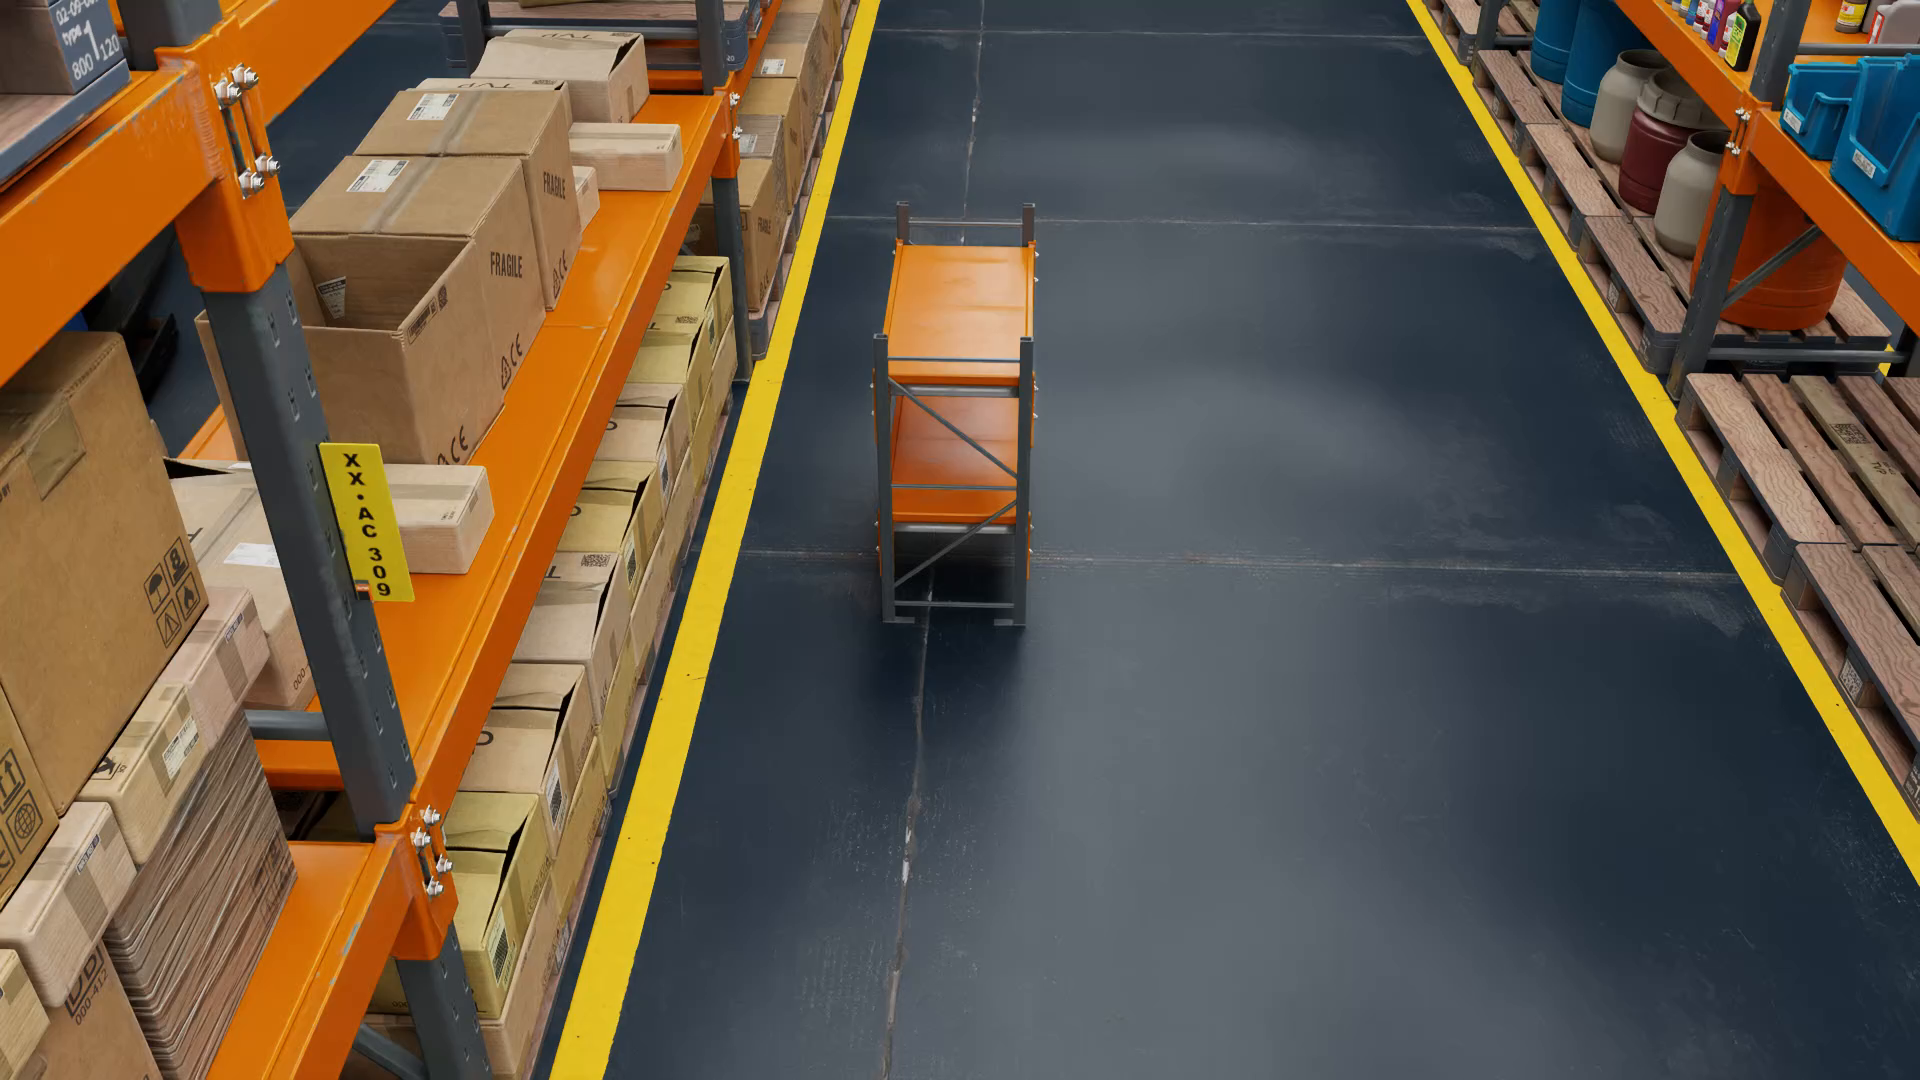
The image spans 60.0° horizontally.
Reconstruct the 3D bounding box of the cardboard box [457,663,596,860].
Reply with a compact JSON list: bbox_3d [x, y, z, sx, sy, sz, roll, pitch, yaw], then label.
[{"bbox_3d":[-1.280,0.553,4.393,0.500,0.311,0.500,1,35,1],"label":"cardboard box"}]

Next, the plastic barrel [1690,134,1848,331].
[{"bbox_3d":[3.542,-1.398,7.153,0.600,0.830,0.708,1,35,2],"label":"plastic barrel"}]

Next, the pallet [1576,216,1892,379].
[{"bbox_3d":[3.529,-1.146,7.697,1.003,0.211,1.213,1,35,2],"label":"pallet"}]

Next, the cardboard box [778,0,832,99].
[{"bbox_3d":[-1.011,-2.831,9.461,0.500,0.500,0.500,1,35,2],"label":"cardboard box"}]

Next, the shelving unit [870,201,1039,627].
[{"bbox_3d":[0.000,-0.464,5.932,0.538,1.125,1.048,1,35,2],"label":"shelving unit"}]

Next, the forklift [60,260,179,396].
[{"bbox_3d":[-4.018,-1.847,6.328,1.130,2.935,3.031,-5,35,-7],"label":"forklift"}]

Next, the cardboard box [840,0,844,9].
[{"bbox_3d":[-1.017,-3.564,10.668,0.500,0.311,0.500,1,35,2],"label":"cardboard box"}]

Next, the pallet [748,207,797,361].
[{"bbox_3d":[-1.342,-1.237,7.826,1.003,0.211,1.213,1,35,2],"label":"pallet"}]

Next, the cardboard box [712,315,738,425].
[{"bbox_3d":[-1.188,-0.688,6.647,0.500,0.250,0.500,2,35,3],"label":"cardboard box"}]

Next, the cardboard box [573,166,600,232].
[{"bbox_3d":[-1.405,-1.113,5.443,0.380,0.149,0.250,4,35,5],"label":"cardboard box"}]

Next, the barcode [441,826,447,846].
[{"bbox_3d":[-1.145,0.661,3.656,0.001,0.075,0.075,1,35,2],"label":"barcode"}]

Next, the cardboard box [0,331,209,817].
[{"bbox_3d":[-1.582,0.032,2.381,0.700,0.500,0.500,1,35,2],"label":"cardboard box"}]

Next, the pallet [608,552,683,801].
[{"bbox_3d":[-1.534,0.362,5.551,1.003,0.211,1.213,1,35,2],"label":"pallet"}]

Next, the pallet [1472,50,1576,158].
[{"bbox_3d":[3.627,-2.548,9.692,1.003,0.211,1.213,1,35,2],"label":"pallet"}]

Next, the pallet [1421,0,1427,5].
[{"bbox_3d":[3.737,-4.116,11.924,1.003,0.211,1.213,1,35,2],"label":"pallet"}]

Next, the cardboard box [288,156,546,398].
[{"bbox_3d":[-1.482,-0.724,4.584,0.500,0.500,0.500,1,35,2],"label":"cardboard box"}]

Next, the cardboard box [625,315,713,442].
[{"bbox_3d":[-1.200,-0.620,6.063,0.500,0.311,0.500,1,35,1],"label":"cardboard box"}]

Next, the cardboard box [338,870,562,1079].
[{"bbox_3d":[-1.307,1.076,4.137,0.500,0.250,0.500,1,35,1],"label":"cardboard box"}]

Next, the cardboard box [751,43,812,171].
[{"bbox_3d":[-1.050,-2.251,8.635,0.500,0.500,0.500,0,35,0],"label":"cardboard box"}]

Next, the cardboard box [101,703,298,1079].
[{"bbox_3d":[-1.582,0.563,2.754,0.700,0.500,0.500,0,35,1],"label":"cardboard box"}]

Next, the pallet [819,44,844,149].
[{"bbox_3d":[-1.244,-2.639,9.821,1.003,0.211,1.213,1,35,2],"label":"pallet"}]

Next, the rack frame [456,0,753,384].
[{"bbox_3d":[-1.410,-1.950,6.415,1.000,3.000,0.127,1,35,2],"label":"rack frame"}]

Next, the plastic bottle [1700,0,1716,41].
[{"bbox_3d":[3.161,-2.192,6.934,0.097,0.201,0.097,0,35,0],"label":"plastic bottle"}]

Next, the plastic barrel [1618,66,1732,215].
[{"bbox_3d":[3.587,-1.949,8.146,0.600,0.588,0.708,1,35,2],"label":"plastic barrel"}]

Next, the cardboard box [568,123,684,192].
[{"bbox_3d":[-1.170,-1.324,5.743,0.380,0.149,0.250,1,35,2],"label":"cardboard box"}]

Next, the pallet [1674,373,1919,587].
[{"bbox_3d":[3.469,-0.248,6.419,1.003,0.211,1.213,1,35,2],"label":"pallet"}]

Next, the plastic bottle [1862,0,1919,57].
[{"bbox_3d":[3.727,-2.027,6.633,0.152,0.276,0.135,1,35,2],"label":"plastic bottle"}]

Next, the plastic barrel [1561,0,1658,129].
[{"bbox_3d":[3.632,-2.725,8.979,0.600,0.901,0.708,1,35,2],"label":"plastic barrel"}]

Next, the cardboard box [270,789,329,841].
[{"bbox_3d":[-1.841,0.833,3.994,0.500,0.311,0.500,1,35,2],"label":"cardboard box"}]

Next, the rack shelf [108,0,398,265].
[{"bbox_3d":[-1.491,-1.733,4.125,1.077,0.370,4.000,1,35,2],"label":"rack shelf"}]

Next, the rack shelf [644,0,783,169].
[{"bbox_3d":[-1.330,-2.804,8.257,1.077,0.370,4.000,1,35,2],"label":"rack shelf"}]

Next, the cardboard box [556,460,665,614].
[{"bbox_3d":[-1.245,-0.043,5.240,0.500,0.311,0.500,2,35,3],"label":"cardboard box"}]

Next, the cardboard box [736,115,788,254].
[{"bbox_3d":[-1.091,-1.663,7.798,0.500,0.500,0.500,0,35,0],"label":"cardboard box"}]

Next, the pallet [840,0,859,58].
[{"bbox_3d":[-1.221,-3.501,11.049,1.003,0.211,1.213,1,35,2],"label":"pallet"}]

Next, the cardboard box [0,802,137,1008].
[{"bbox_3d":[-1.388,0.496,2.284,0.380,0.149,0.250,0,35,1],"label":"cardboard box"}]

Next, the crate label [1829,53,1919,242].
[{"bbox_3d":[3.229,-1.283,5.436,0.502,0.435,0.616,1,35,2],"label":"crate label"}]

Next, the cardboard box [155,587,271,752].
[{"bbox_3d":[-1.368,0.203,2.701,0.380,0.149,0.250,1,35,2],"label":"cardboard box"}]

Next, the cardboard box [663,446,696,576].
[{"bbox_3d":[-1.228,-0.103,5.815,0.500,0.250,0.500,2,35,3],"label":"cardboard box"}]

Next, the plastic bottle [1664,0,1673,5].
[{"bbox_3d":[3.181,-2.472,7.332,0.097,0.201,0.097,0,35,0],"label":"plastic bottle"}]

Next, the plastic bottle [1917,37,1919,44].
[{"bbox_3d":[3.879,-2.023,6.628,0.152,0.276,0.135,1,35,2],"label":"plastic bottle"}]

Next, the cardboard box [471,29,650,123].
[{"bbox_3d":[-1.468,-1.705,6.145,0.500,0.311,0.500,3,35,5],"label":"cardboard box"}]

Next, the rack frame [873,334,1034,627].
[{"bbox_3d":[-0.020,-0.172,5.517,0.500,1.125,0.032,1,35,2],"label":"rack frame"}]

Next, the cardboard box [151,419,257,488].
[{"bbox_3d":[-1.719,-0.106,3.909,0.396,0.266,0.258,1,35,1],"label":"cardboard box"}]

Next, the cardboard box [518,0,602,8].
[{"bbox_3d":[-1.498,-2.527,6.784,0.700,0.500,0.500,-10,36,-14],"label":"cardboard box"}]

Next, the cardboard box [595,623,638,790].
[{"bbox_3d":[-1.267,0.484,4.978,0.500,0.250,0.500,0,35,0],"label":"cardboard box"}]

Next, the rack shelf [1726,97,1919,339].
[{"bbox_3d":[3.459,-0.390,4.821,1.077,0.370,4.000,1,35,2],"label":"rack shelf"}]

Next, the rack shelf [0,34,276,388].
[{"bbox_3d":[-1.651,0.565,0.855,1.077,0.370,4.000,1,35,2],"label":"rack shelf"}]

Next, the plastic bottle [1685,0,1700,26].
[{"bbox_3d":[3.169,-2.333,7.073,0.097,0.271,0.097,0,35,0],"label":"plastic bottle"}]

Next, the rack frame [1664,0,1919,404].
[{"bbox_3d":[3.539,-1.833,6.249,1.000,3.000,0.127,1,35,2],"label":"rack frame"}]

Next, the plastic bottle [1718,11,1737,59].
[{"bbox_3d":[3.152,-2.060,6.745,0.097,0.201,0.097,0,35,0],"label":"plastic bottle"}]

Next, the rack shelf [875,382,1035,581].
[{"bbox_3d":[0.000,-0.264,6.073,0.538,0.278,1.000,1,35,2],"label":"rack shelf"}]
